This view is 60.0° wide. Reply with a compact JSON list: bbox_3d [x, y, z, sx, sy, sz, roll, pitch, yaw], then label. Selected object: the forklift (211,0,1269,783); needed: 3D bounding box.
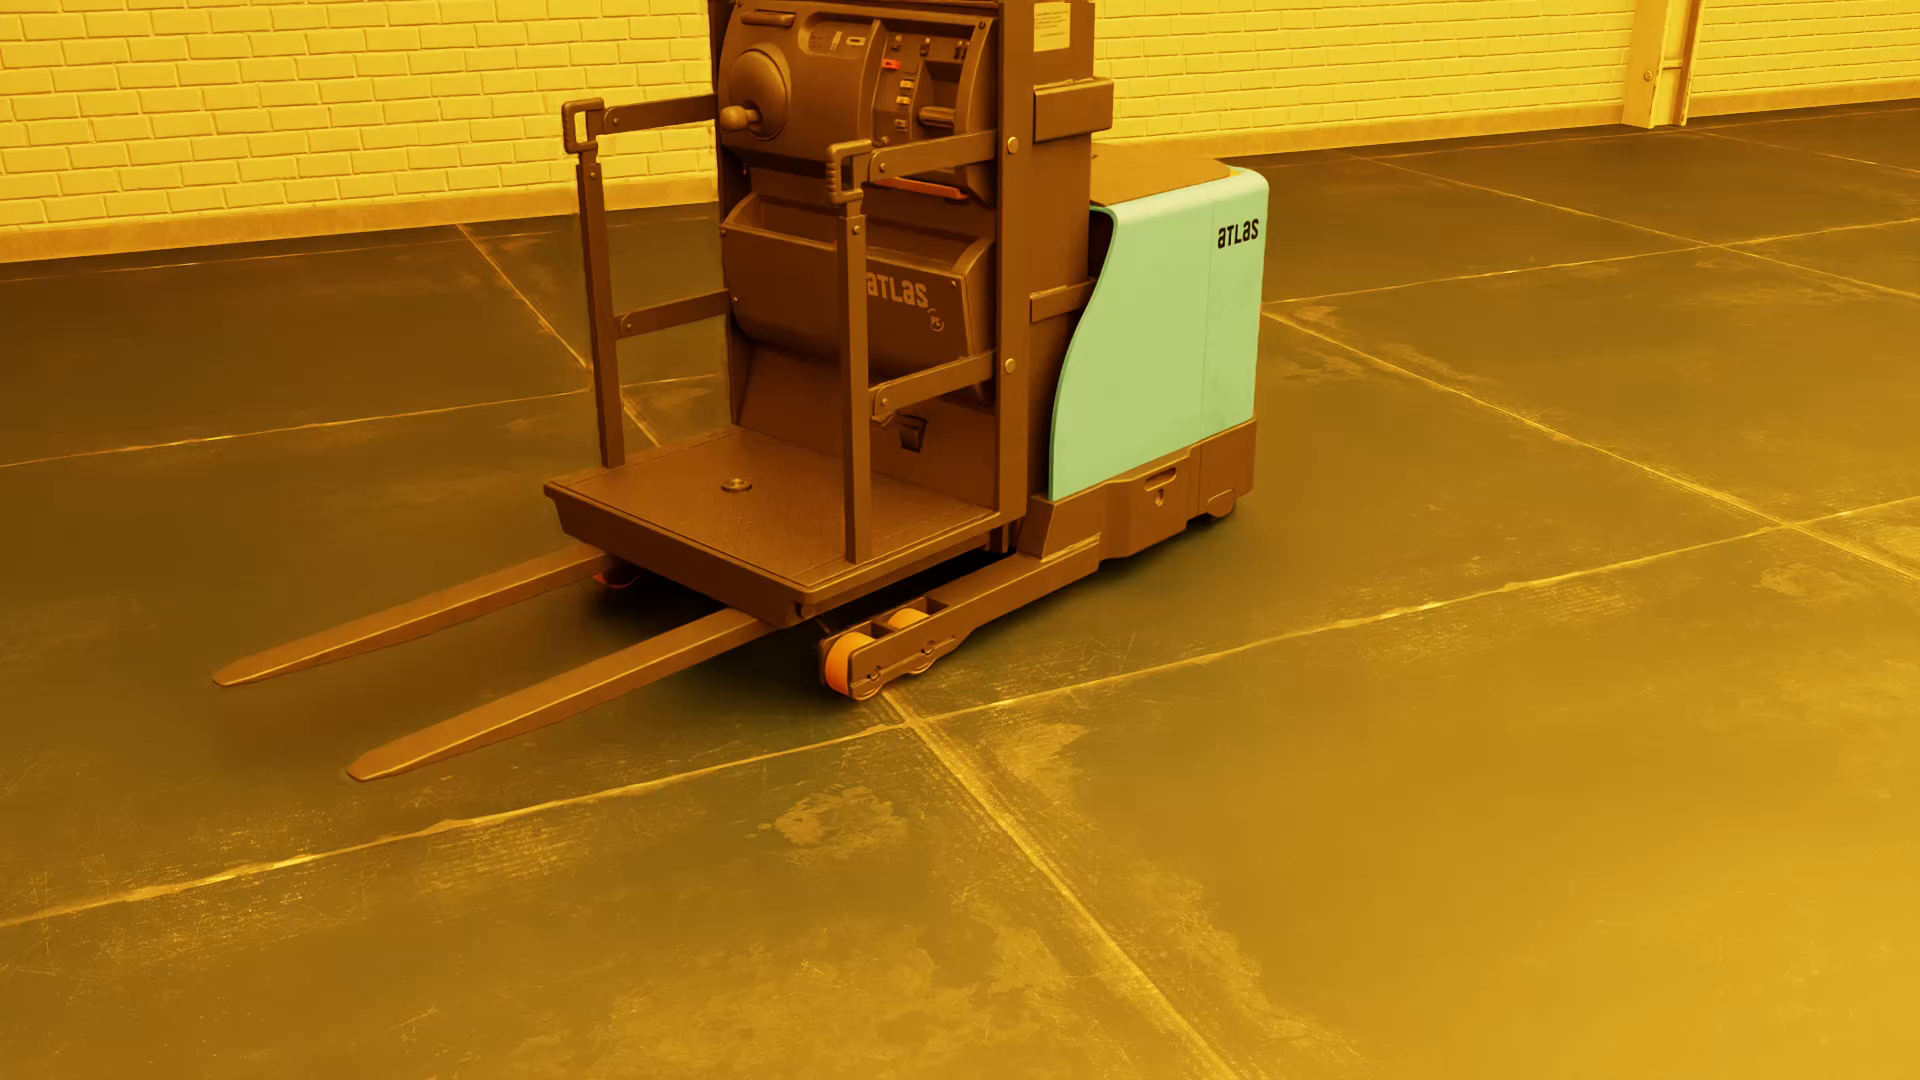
[{"bbox_3d":[-0.430,-1.175,4.115,1.130,2.935,3.031,19,29,39],"label":"forklift"}]
